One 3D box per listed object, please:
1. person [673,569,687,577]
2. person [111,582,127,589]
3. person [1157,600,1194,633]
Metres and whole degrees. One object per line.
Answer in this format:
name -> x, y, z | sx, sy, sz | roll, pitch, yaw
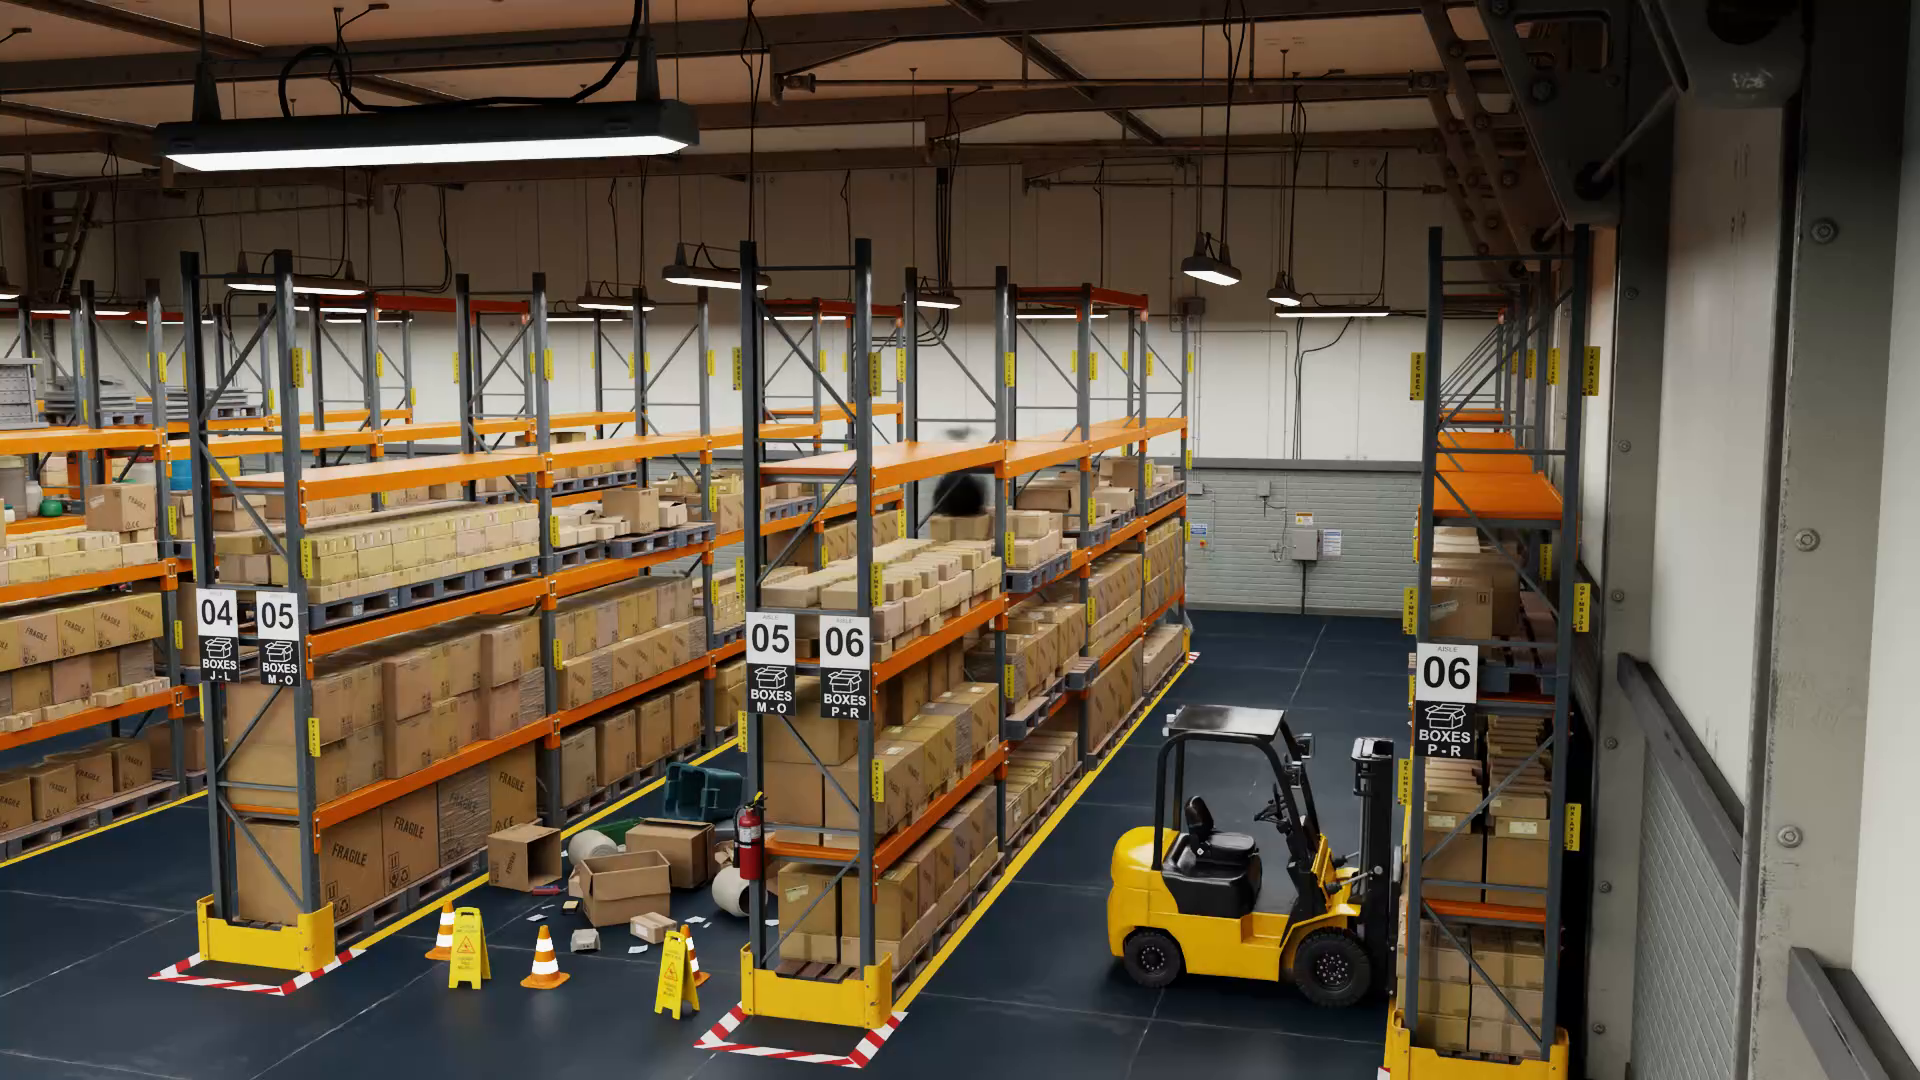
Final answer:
person -> -4.499, 1.326, 26.889 | 0.561, 1.738, 0.813 | 2, 7, 20
person -> -13.832, 1.267, 27.921 | 0.689, 1.571, 0.881 | 0, 6, -1
person -> 3.827, 0.907, 30.246 | 0.852, 1.826, 0.690 | 0, 6, 2
